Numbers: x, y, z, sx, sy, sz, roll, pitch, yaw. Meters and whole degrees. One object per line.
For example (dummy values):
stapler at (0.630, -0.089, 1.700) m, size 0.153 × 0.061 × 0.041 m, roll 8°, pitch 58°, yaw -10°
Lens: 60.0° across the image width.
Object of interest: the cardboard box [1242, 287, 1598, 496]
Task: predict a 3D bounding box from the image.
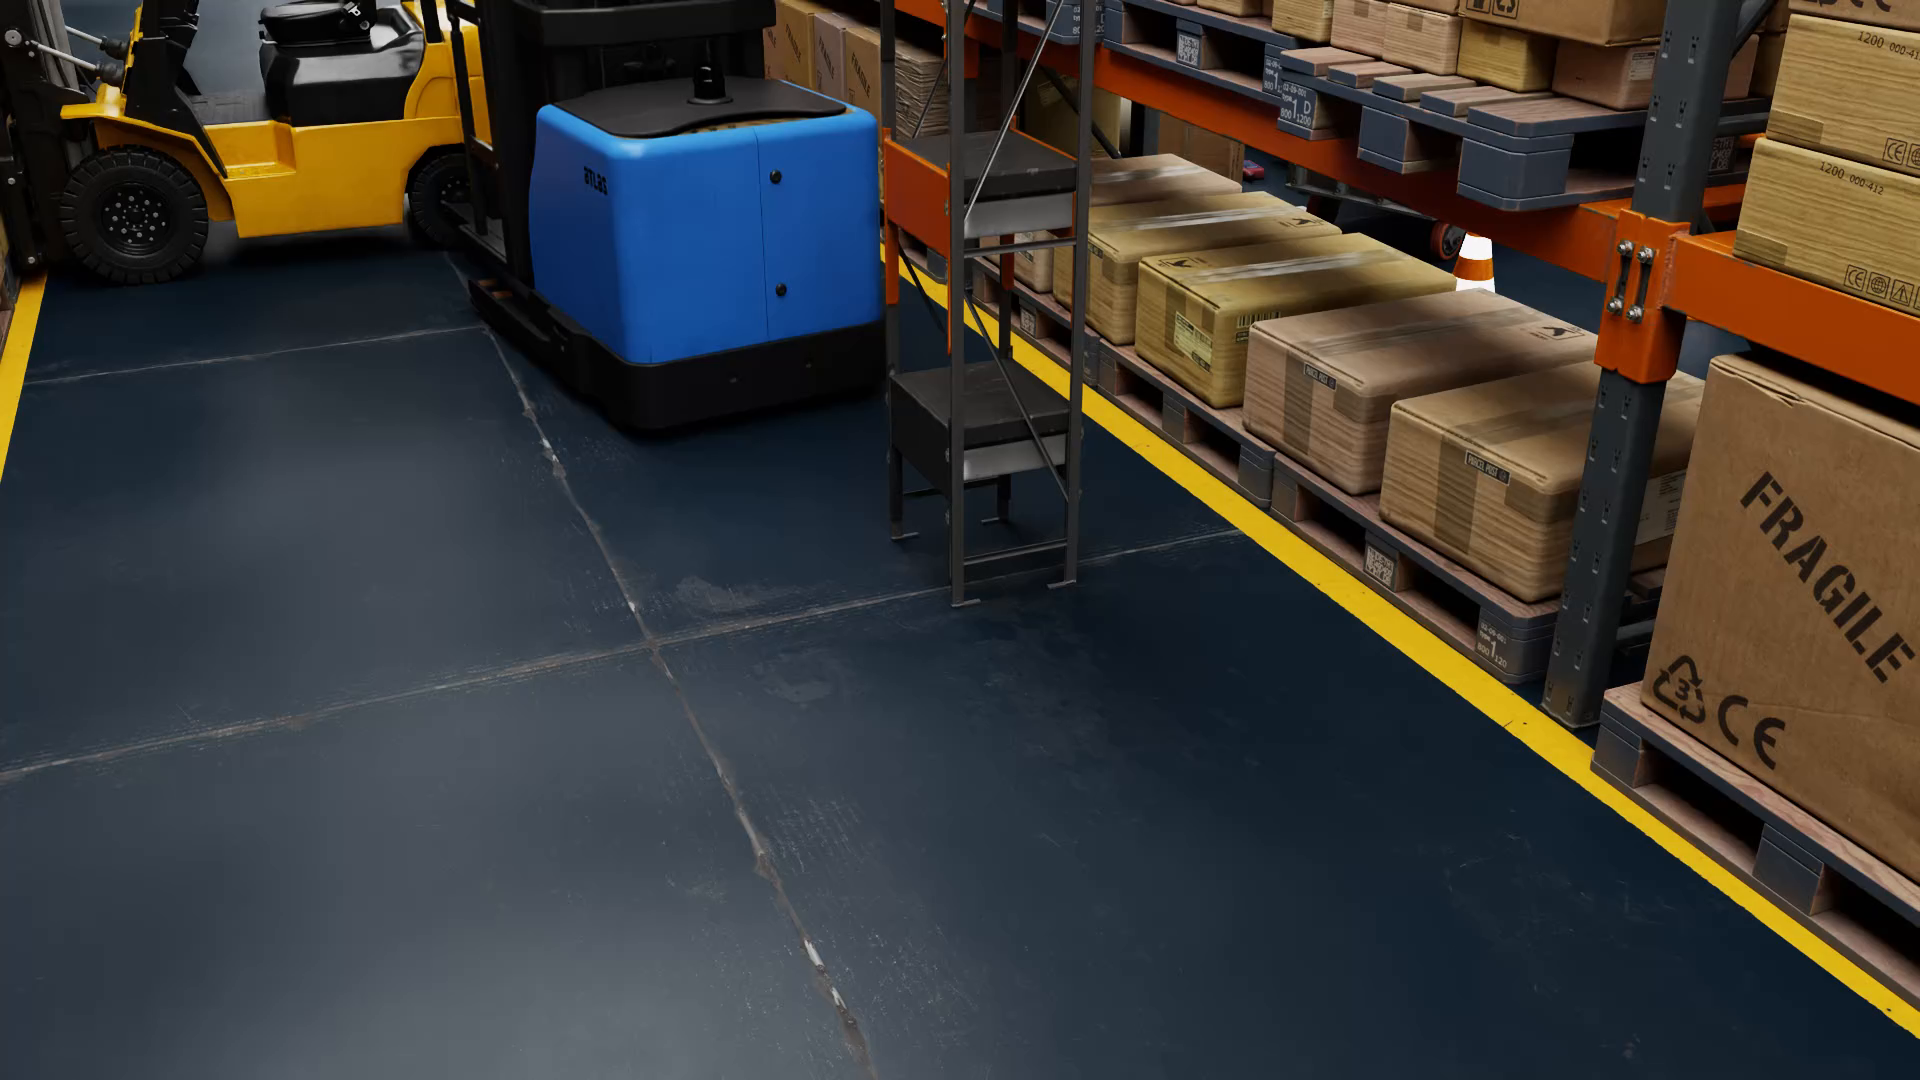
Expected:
cardboard box at (1.489, -0.501, 5.373) m, size 0.950 × 0.372 × 0.625 m, roll -11°, pitch 28°, yaw -22°

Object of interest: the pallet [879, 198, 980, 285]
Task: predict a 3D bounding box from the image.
pallet at (0.135, -1.593, 8.272) m, size 1.003 × 0.211 × 1.213 m, roll -11°, pitch 28°, yaw -21°

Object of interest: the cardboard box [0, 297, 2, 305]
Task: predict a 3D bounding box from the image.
cardboard box at (-4.020, -0.932, 6.396) m, size 0.500 × 0.250 × 0.500 m, roll -10°, pitch 28°, yaw -20°

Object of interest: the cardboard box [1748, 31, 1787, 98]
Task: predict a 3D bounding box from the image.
cardboard box at (2.041, -1.205, 4.108) m, size 0.380 × 0.149 × 0.250 m, roll -12°, pitch 29°, yaw -24°

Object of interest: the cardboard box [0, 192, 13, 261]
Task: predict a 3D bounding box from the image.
cardboard box at (-4.448, -1.339, 7.229) m, size 0.500 × 0.250 × 0.500 m, roll -10°, pitch 28°, yaw -20°

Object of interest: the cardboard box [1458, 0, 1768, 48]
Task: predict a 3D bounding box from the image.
cardboard box at (1.563, -1.469, 3.909) m, size 0.500 × 0.500 × 0.500 m, roll -11°, pitch 28°, yaw -22°

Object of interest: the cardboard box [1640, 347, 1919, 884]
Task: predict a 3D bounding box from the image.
cardboard box at (2.191, 0.093, 3.584) m, size 0.875 × 0.875 × 0.875 m, roll -11°, pitch 28°, yaw -21°

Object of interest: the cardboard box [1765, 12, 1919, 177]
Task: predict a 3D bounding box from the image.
cardboard box at (1.968, -0.877, 3.228) m, size 0.500 × 0.250 × 0.500 m, roll -11°, pitch 28°, yaw -21°

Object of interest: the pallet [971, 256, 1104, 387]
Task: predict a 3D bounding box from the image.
pallet at (0.737, -1.014, 7.086) m, size 1.003 × 0.211 × 1.213 m, roll -11°, pitch 28°, yaw -21°

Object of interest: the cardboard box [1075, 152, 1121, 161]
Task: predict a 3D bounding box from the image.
cardboard box at (0.448, -1.819, 8.212) m, size 0.500 × 0.250 × 0.500 m, roll -12°, pitch 28°, yaw -23°

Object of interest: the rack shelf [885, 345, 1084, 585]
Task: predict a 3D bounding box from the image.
rack shelf at (0.065, -0.235, 4.966) m, size 0.431 × 0.518 × 0.480 m, roll -11°, pitch 28°, yaw -21°

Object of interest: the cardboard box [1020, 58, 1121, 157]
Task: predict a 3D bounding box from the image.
cardboard box at (0.448, -2.156, 8.047) m, size 0.500 × 0.500 × 0.500 m, roll -9°, pitch 27°, yaw -18°

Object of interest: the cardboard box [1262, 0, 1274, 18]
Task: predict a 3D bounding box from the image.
cardboard box at (1.147, -1.659, 5.036) m, size 0.380 × 0.149 × 0.250 m, roll -10°, pitch 28°, yaw -20°

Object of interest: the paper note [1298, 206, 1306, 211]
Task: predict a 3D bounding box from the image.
paper note at (1.793, -1.754, 8.808) m, size 0.148 × 0.019 × 0.142 m, roll -11°, pitch 28°, yaw -21°

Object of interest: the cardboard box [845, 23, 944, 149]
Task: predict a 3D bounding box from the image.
cardboard box at (-0.249, -2.269, 8.279) m, size 0.500 × 0.500 × 0.500 m, roll -10°, pitch 28°, yaw -20°

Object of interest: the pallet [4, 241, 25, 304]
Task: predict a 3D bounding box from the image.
pallet at (-4.890, -1.295, 7.662) m, size 1.003 × 0.211 × 1.213 m, roll -11°, pitch 28°, yaw -21°

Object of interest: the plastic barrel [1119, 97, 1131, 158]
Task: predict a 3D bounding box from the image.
plastic barrel at (1.066, -2.465, 9.815) m, size 0.512 × 0.421 × 0.421 m, roll 8°, pitch 27°, yaw 15°

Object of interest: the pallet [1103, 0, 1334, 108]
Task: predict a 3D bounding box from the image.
pallet at (1.184, -1.672, 5.475) m, size 1.003 × 0.211 × 1.213 m, roll -11°, pitch 28°, yaw -21°

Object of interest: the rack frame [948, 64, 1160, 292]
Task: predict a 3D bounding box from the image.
rack frame at (0.431, -2.581, 7.118) m, size 1.000 × 3.000 × 0.127 m, roll -11°, pitch 28°, yaw -21°

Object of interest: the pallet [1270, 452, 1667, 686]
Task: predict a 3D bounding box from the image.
pallet at (1.692, -0.029, 5.069) m, size 1.003 × 0.211 × 1.213 m, roll -11°, pitch 28°, yaw -21°

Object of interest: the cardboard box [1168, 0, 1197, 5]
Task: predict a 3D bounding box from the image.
cardboard box at (0.841, -1.849, 5.425) m, size 0.380 × 0.149 × 0.250 m, roll -9°, pitch 28°, yaw -19°

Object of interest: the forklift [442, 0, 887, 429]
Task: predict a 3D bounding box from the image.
forklift at (-1.479, -2.312, 6.645) m, size 1.130 × 2.935 × 3.031 m, roll -15°, pitch 30°, yaw -28°

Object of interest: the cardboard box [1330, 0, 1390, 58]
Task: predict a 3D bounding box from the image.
cardboard box at (1.250, -1.427, 4.561) m, size 0.380 × 0.149 × 0.250 m, roll -12°, pitch 28°, yaw -23°

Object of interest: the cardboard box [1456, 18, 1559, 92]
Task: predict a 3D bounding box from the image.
cardboard box at (1.481, -1.230, 4.158) m, size 0.380 × 0.149 × 0.250 m, roll -10°, pitch 28°, yaw -20°

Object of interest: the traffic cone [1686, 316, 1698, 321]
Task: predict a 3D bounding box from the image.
traffic cone at (3.238, -1.236, 7.254) m, size 0.336 × 0.463 × 0.334 m, roll -11°, pitch 28°, yaw -21°

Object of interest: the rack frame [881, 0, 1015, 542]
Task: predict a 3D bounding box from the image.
rack frame at (-0.031, -0.975, 4.854) m, size 0.400 × 2.100 × 0.015 m, roll -11°, pitch 28°, yaw -21°

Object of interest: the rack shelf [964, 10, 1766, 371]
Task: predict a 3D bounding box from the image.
rack shelf at (1.214, -1.451, 5.622) m, size 1.077 × 0.370 × 4.000 m, roll -11°, pitch 28°, yaw -21°

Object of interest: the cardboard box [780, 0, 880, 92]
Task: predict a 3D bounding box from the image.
cardboard box at (-0.667, -2.689, 9.140) m, size 0.500 × 0.500 × 0.500 m, roll -10°, pitch 28°, yaw -20°

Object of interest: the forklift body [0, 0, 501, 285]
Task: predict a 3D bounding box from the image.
forklift body at (-3.280, -2.508, 7.936) m, size 2.313 × 2.155 × 1.214 m, roll -11°, pitch 28°, yaw -21°

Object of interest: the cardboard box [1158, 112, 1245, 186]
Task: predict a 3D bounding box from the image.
cardboard box at (1.263, -2.125, 9.030) m, size 0.500 × 0.500 × 0.500 m, roll 8°, pitch 27°, yaw 15°

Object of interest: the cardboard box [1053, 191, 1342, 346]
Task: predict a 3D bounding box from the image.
cardboard box at (0.923, -1.088, 6.576) m, size 0.950 × 0.372 × 0.625 m, roll -9°, pitch 27°, yaw -17°

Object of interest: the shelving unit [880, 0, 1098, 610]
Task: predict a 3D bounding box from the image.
shelving unit at (0.065, -0.877, 4.652) m, size 0.431 × 2.100 × 0.503 m, roll -11°, pitch 28°, yaw -21°
